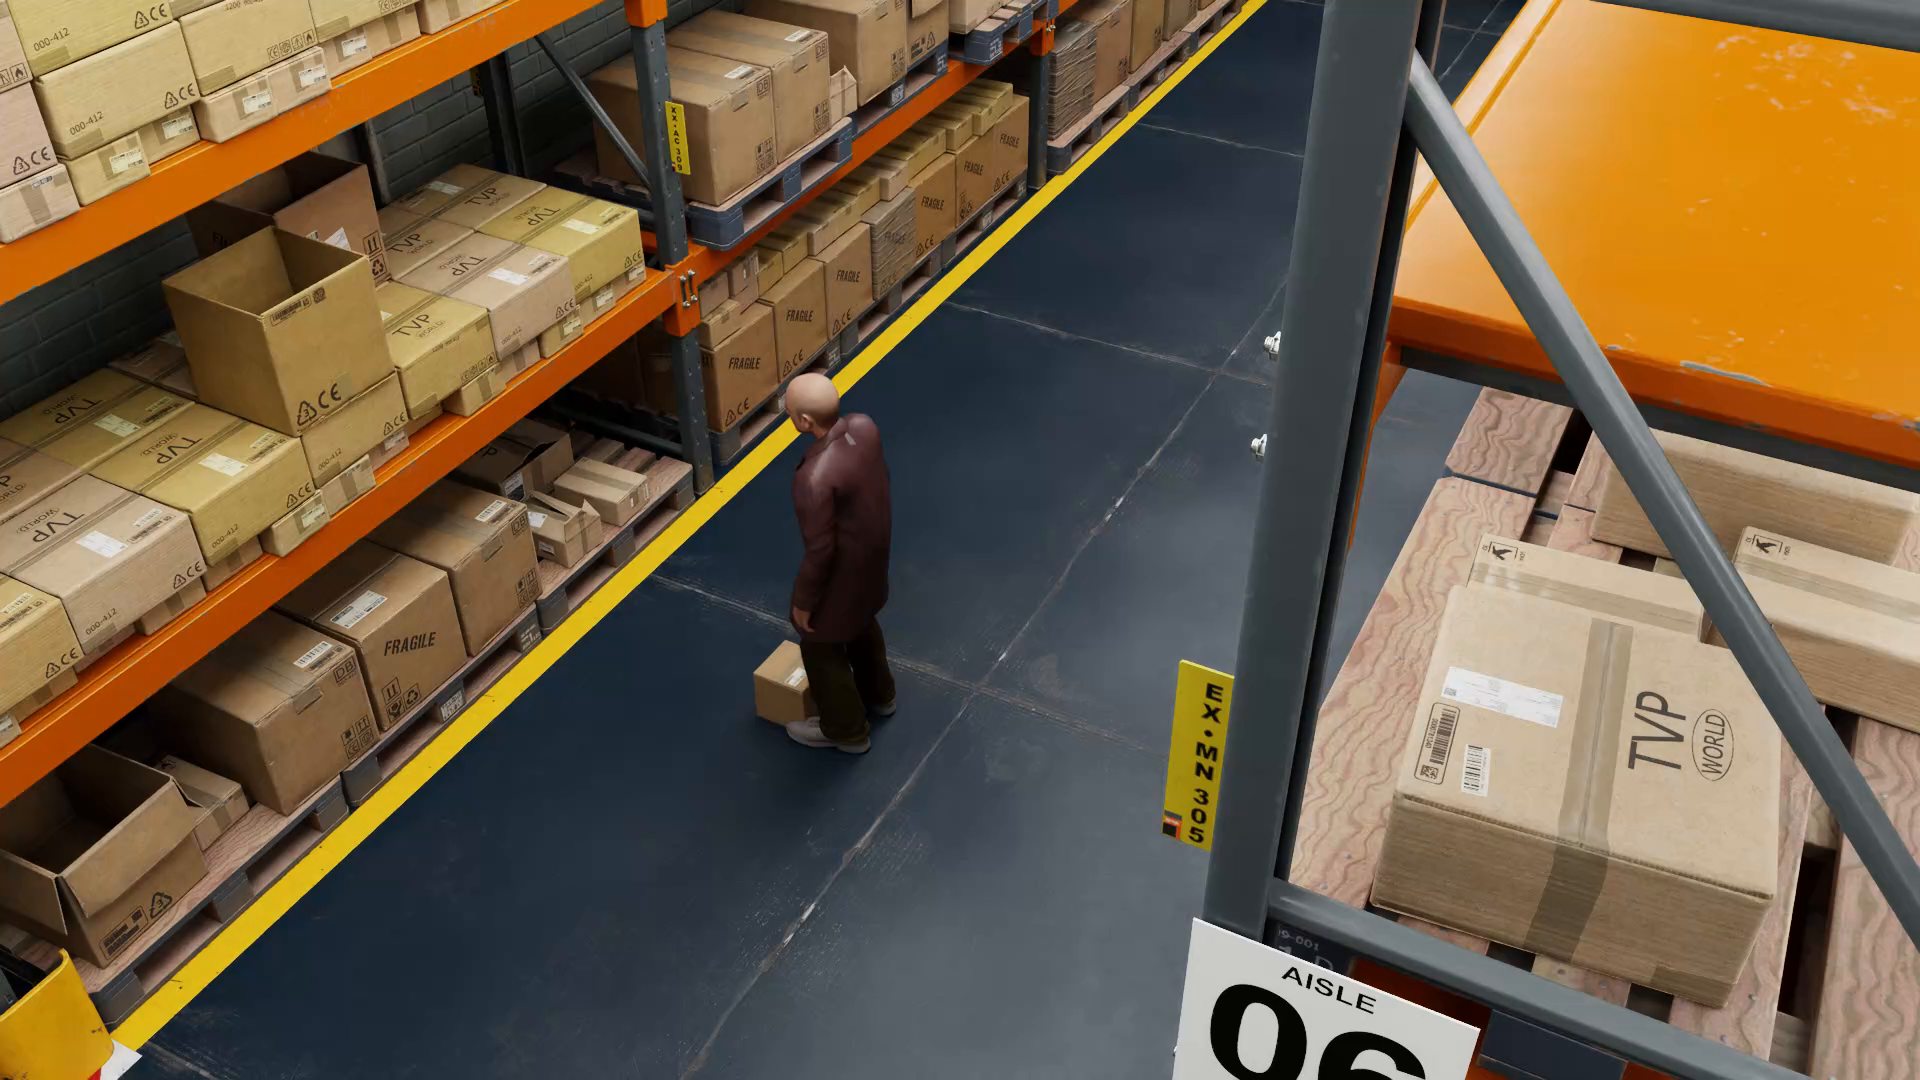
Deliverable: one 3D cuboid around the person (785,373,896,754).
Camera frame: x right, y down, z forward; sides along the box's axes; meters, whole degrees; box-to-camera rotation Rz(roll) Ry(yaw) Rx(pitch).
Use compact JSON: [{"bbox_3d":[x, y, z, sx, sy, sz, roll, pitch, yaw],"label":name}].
[{"bbox_3d":[-0.490,0.101,6.632,0.429,1.772,0.645,15,40,19],"label":"person"}]
